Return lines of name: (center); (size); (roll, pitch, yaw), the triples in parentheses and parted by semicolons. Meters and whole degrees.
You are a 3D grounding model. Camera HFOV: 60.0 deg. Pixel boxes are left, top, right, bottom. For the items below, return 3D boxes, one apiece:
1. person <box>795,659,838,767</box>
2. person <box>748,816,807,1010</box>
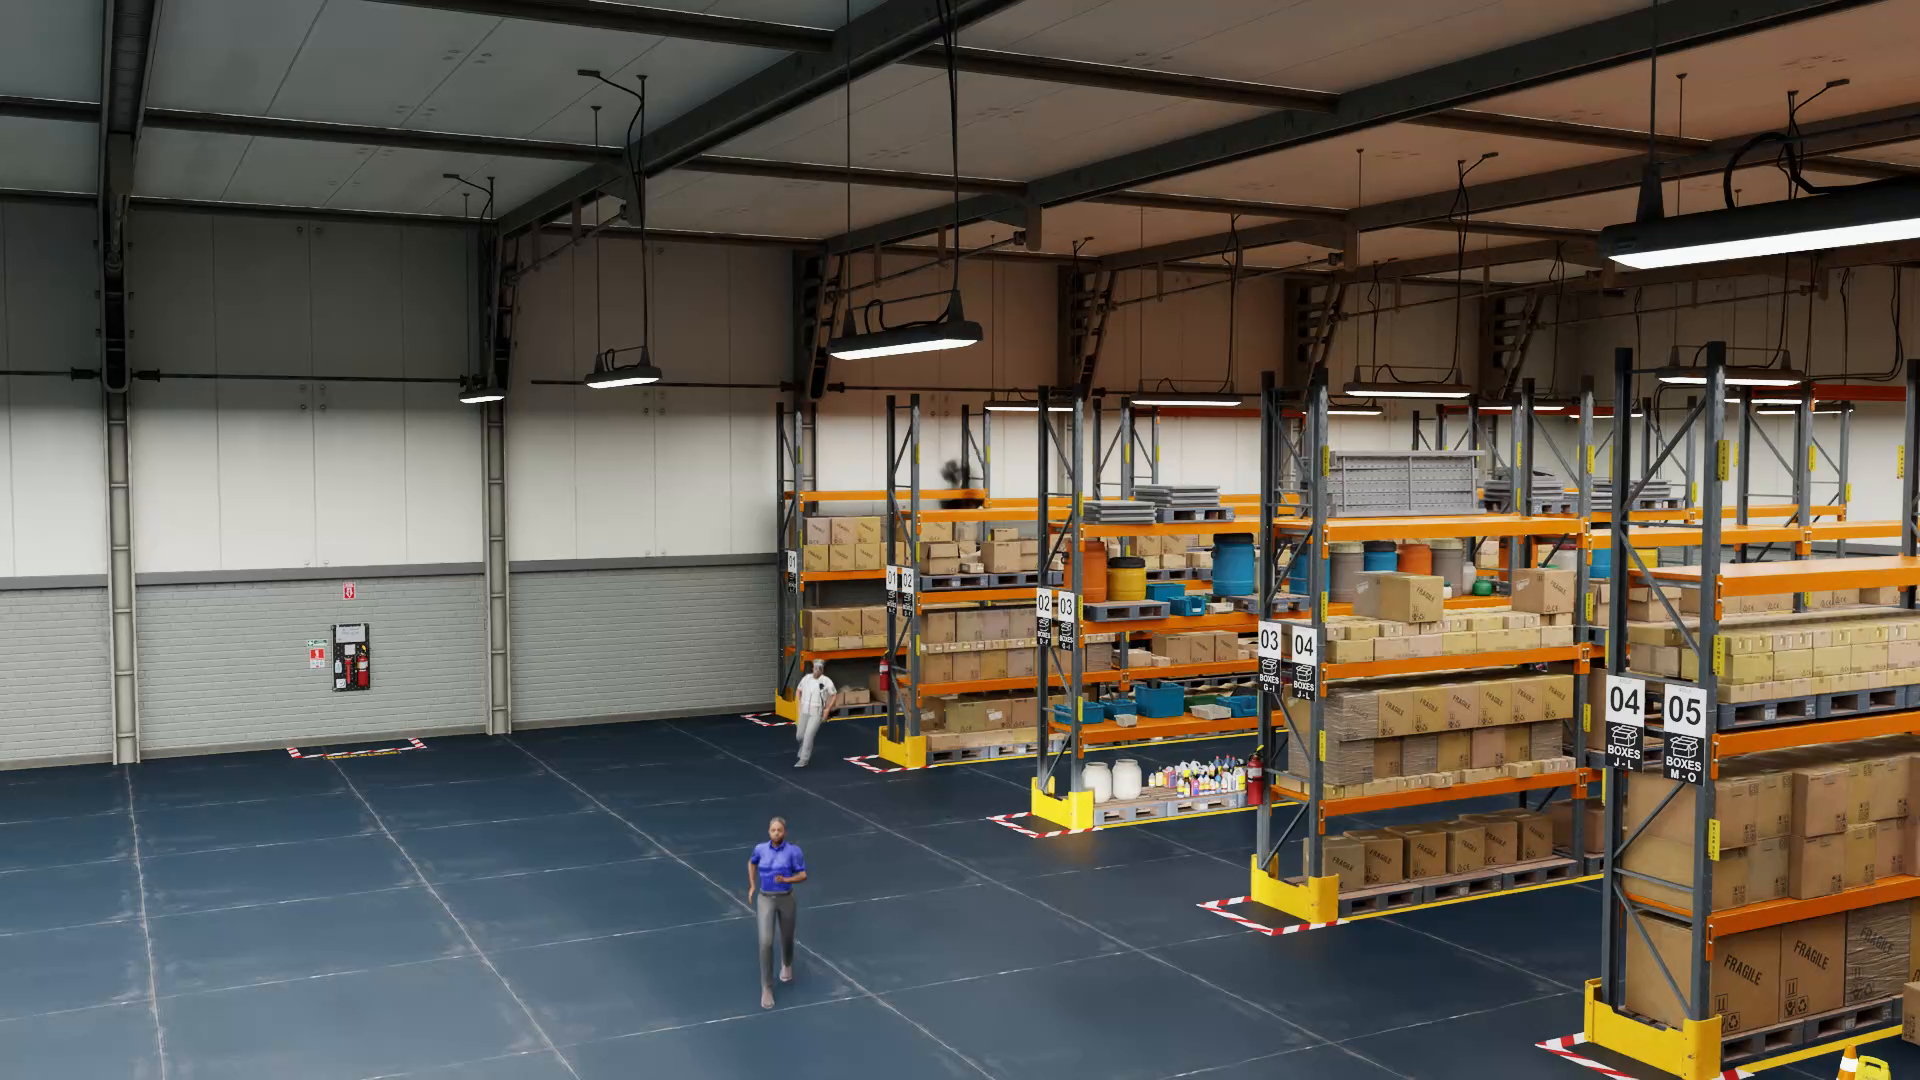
person: (-2.346, 2.778, 26.964); (0.738, 1.732, 0.707); (1, 3, 12)
person: (-1.718, 3.437, 15.616); (0.559, 1.687, 0.851); (0, 3, -4)
